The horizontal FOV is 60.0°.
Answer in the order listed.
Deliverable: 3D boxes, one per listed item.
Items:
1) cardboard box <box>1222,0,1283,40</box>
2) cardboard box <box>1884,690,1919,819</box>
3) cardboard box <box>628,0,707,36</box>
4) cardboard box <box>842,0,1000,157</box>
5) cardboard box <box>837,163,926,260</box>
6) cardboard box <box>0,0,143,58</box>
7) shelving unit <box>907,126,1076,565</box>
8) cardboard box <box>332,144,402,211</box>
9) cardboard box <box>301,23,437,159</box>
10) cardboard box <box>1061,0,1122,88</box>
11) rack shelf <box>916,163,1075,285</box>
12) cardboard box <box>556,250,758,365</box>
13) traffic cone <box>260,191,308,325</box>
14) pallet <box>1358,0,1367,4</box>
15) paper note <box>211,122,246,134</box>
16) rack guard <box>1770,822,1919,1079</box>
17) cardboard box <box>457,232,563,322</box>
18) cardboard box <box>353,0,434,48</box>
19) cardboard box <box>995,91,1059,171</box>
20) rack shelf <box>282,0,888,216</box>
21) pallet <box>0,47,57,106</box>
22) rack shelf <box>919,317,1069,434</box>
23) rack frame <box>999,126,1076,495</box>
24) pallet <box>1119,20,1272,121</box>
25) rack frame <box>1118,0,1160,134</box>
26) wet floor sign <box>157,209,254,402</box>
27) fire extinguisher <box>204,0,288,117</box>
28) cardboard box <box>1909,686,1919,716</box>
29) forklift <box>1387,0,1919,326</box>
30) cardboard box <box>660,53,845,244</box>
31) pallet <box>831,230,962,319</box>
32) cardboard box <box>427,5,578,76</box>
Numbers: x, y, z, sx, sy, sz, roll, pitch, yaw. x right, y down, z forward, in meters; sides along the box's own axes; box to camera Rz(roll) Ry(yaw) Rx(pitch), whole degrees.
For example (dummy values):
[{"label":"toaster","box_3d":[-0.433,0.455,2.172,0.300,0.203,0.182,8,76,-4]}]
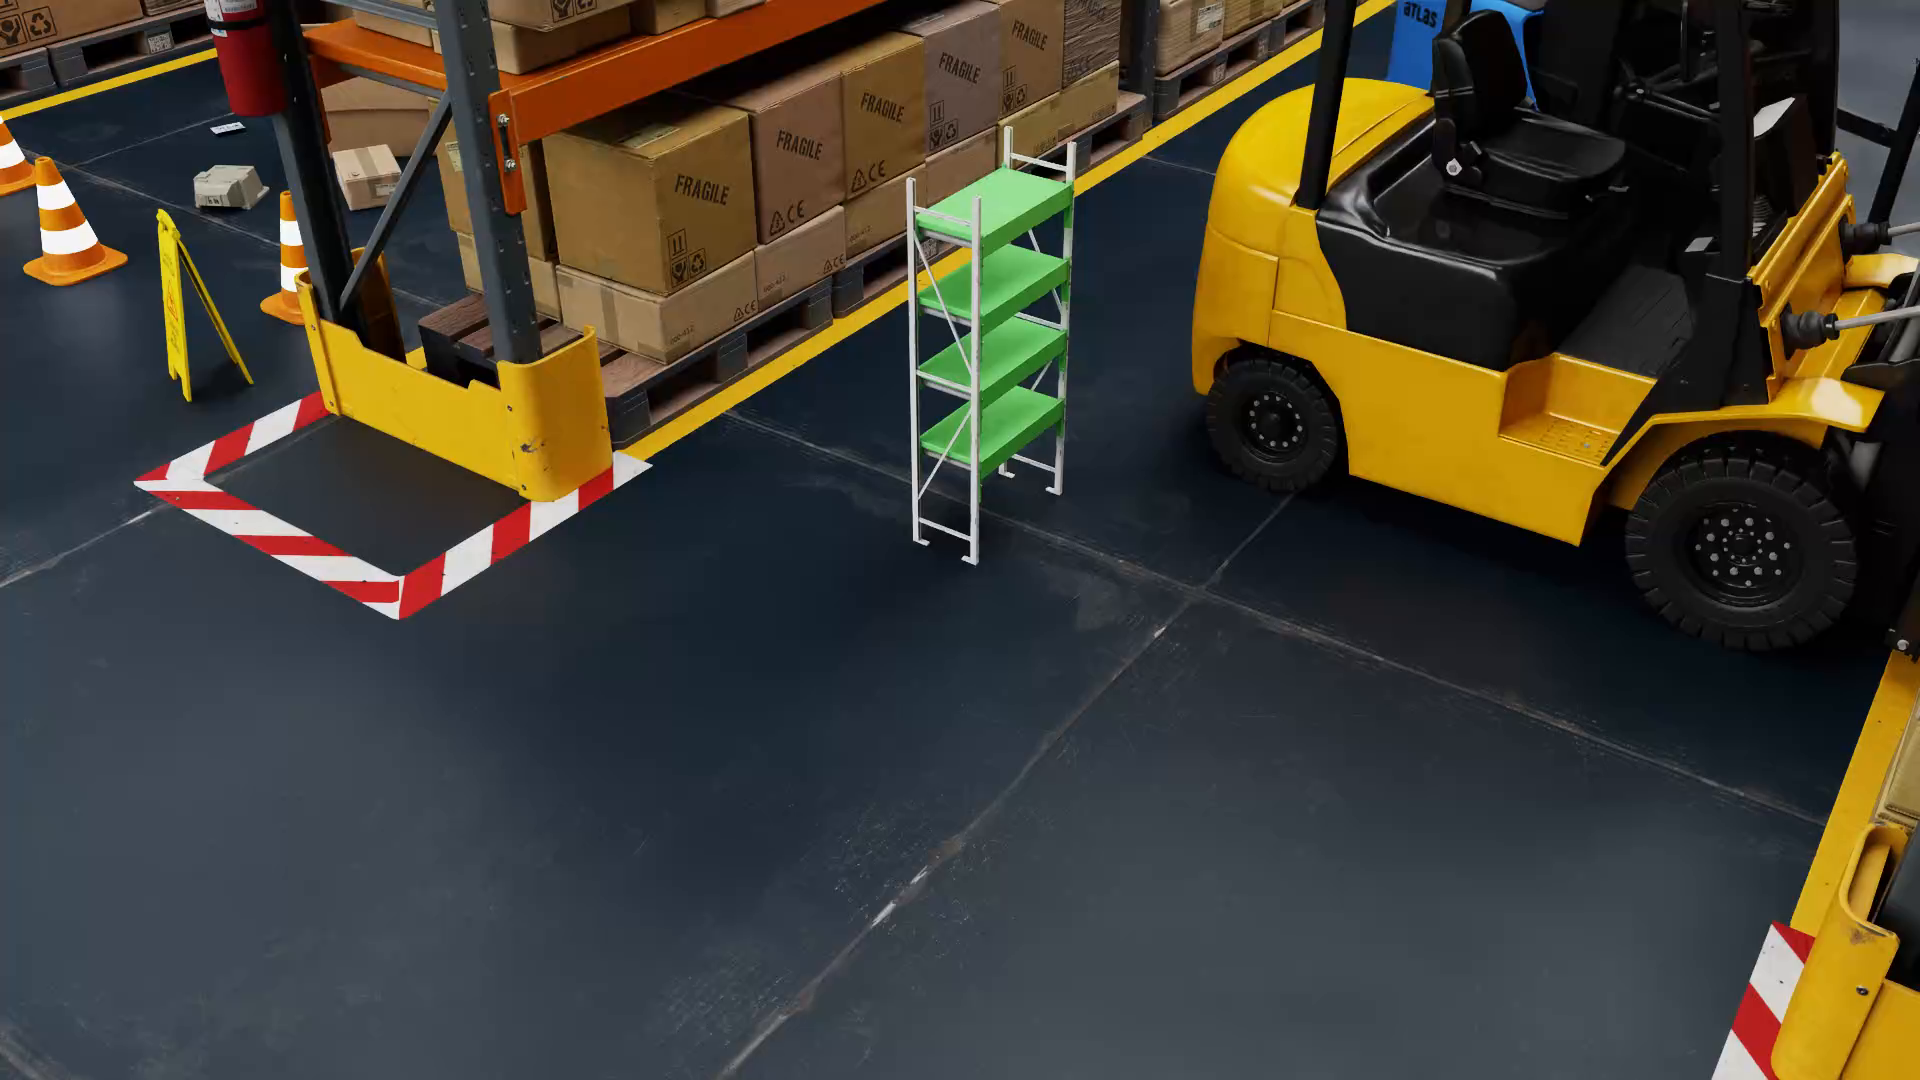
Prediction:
[{"label":"cardboard box","box_3d":[1.215,-3.082,9.101,0.950,0.372,0.625,24,41,31]},{"label":"cardboard box","box_3d":[2.330,0.436,3.561,0.500,0.250,0.500,21,39,28]},{"label":"cardboard box","box_3d":[-1.056,-1.785,5.436,0.380,0.149,0.250,20,39,27]},{"label":"cardboard box","box_3d":[-0.185,-1.940,6.852,0.500,0.500,0.500,24,41,31]},{"label":"cardboard box","box_3d":[-0.485,-1.387,6.703,0.500,0.250,0.500,24,41,31]},{"label":"cardboard box","box_3d":[-5.062,-3.149,8.750,0.875,0.875,0.875,21,39,27]},{"label":"shelving unit","box_3d":[0.094,-0.573,5.027,0.258,1.200,0.503,21,39,28]},{"label":"cardboard box","box_3d":[-2.683,-1.649,7.555,0.250,0.149,0.380,-15,37,-21]},{"label":"cardboard box","box_3d":[-2.848,-2.164,8.001,0.797,0.503,0.637,-3,34,-4]},{"label":"cardboard box","box_3d":[0.394,-2.410,7.546,0.500,0.500,0.500,21,39,28]},{"label":"rack shelf","box_3d":[0.094,-0.918,4.793,0.258,0.148,0.480,21,39,28]},{"label":"cardboard box","box_3d":[-1.083,-0.899,5.982,0.500,0.250,0.500,21,39,28]},{"label":"traffic cone","box_3d":[-2.585,-1.141,6.524,0.336,0.463,0.334,21,39,28]},{"label":"pallet","box_3d":[2.345,-3.749,10.605,1.003,0.211,1.213,21,39,28]},{"label":"paper note","box_3d":[-3.629,-2.046,8.249,0.142,0.017,0.144,-22,40,-29]},{"label":"rack guard","box_3d":[2.296,1.049,3.253,1.175,0.500,0.348,21,39,28]},{"label":"cardboard box","box_3d":[-1.517,-1.086,6.257,0.500,0.250,0.500,21,39,28]},{"label":"cardboard box","box_3d":[-1.733,-1.718,5.337,0.380,0.149,0.250,23,40,30]},{"label":"cardboard box","box_3d":[0.099,-1.851,7.389,0.500,0.250,0.500,20,39,27]},{"label":"rack shelf","box_3d":[-0.630,-2.204,6.474,1.077,0.370,4.000,21,39,28]},{"label":"pallet","box_3d":[-5.503,-2.354,8.543,1.003,0.211,1.213,21,39,28]},{"label":"rack shelf","box_3d":[0.094,-0.520,5.062,0.258,0.148,0.480,21,39,28]},{"label":"rack frame","box_3d":[0.234,-0.686,5.193,0.240,1.200,0.015,21,39,28]},{"label":"pallet","box_3d":[0.953,-2.626,8.945,1.003,0.211,1.213,21,39,28]},{"label":"rack frame","box_3d":[0.511,-3.422,7.633,1.000,3.000,0.127,21,39,28]},{"label":"wet floor sign","box_3d":[-2.757,-0.861,5.947,0.232,0.644,0.267,-22,40,-29]},{"label":"fire extinguisher","box_3d":[-2.214,-1.644,5.073,0.296,0.674,0.183,21,39,28]},{"label":"cardboard box","box_3d":[2.609,0.424,4.025,0.500,0.250,0.500,21,39,28]},{"label":"forklift","box_3d":[2.869,-2.059,5.678,1.130,2.935,3.031,-14,37,-20]},{"label":"cardboard box","box_3d":[-0.775,-1.463,6.146,0.500,0.500,0.500,20,39,27]},{"label":"pallet","box_3d":[-0.538,-1.383,7.107,1.003,0.211,1.213,21,39,28]},{"label":"cardboard box","box_3d":[-1.406,-1.568,5.115,0.380,0.149,0.250,21,40,28]}]
